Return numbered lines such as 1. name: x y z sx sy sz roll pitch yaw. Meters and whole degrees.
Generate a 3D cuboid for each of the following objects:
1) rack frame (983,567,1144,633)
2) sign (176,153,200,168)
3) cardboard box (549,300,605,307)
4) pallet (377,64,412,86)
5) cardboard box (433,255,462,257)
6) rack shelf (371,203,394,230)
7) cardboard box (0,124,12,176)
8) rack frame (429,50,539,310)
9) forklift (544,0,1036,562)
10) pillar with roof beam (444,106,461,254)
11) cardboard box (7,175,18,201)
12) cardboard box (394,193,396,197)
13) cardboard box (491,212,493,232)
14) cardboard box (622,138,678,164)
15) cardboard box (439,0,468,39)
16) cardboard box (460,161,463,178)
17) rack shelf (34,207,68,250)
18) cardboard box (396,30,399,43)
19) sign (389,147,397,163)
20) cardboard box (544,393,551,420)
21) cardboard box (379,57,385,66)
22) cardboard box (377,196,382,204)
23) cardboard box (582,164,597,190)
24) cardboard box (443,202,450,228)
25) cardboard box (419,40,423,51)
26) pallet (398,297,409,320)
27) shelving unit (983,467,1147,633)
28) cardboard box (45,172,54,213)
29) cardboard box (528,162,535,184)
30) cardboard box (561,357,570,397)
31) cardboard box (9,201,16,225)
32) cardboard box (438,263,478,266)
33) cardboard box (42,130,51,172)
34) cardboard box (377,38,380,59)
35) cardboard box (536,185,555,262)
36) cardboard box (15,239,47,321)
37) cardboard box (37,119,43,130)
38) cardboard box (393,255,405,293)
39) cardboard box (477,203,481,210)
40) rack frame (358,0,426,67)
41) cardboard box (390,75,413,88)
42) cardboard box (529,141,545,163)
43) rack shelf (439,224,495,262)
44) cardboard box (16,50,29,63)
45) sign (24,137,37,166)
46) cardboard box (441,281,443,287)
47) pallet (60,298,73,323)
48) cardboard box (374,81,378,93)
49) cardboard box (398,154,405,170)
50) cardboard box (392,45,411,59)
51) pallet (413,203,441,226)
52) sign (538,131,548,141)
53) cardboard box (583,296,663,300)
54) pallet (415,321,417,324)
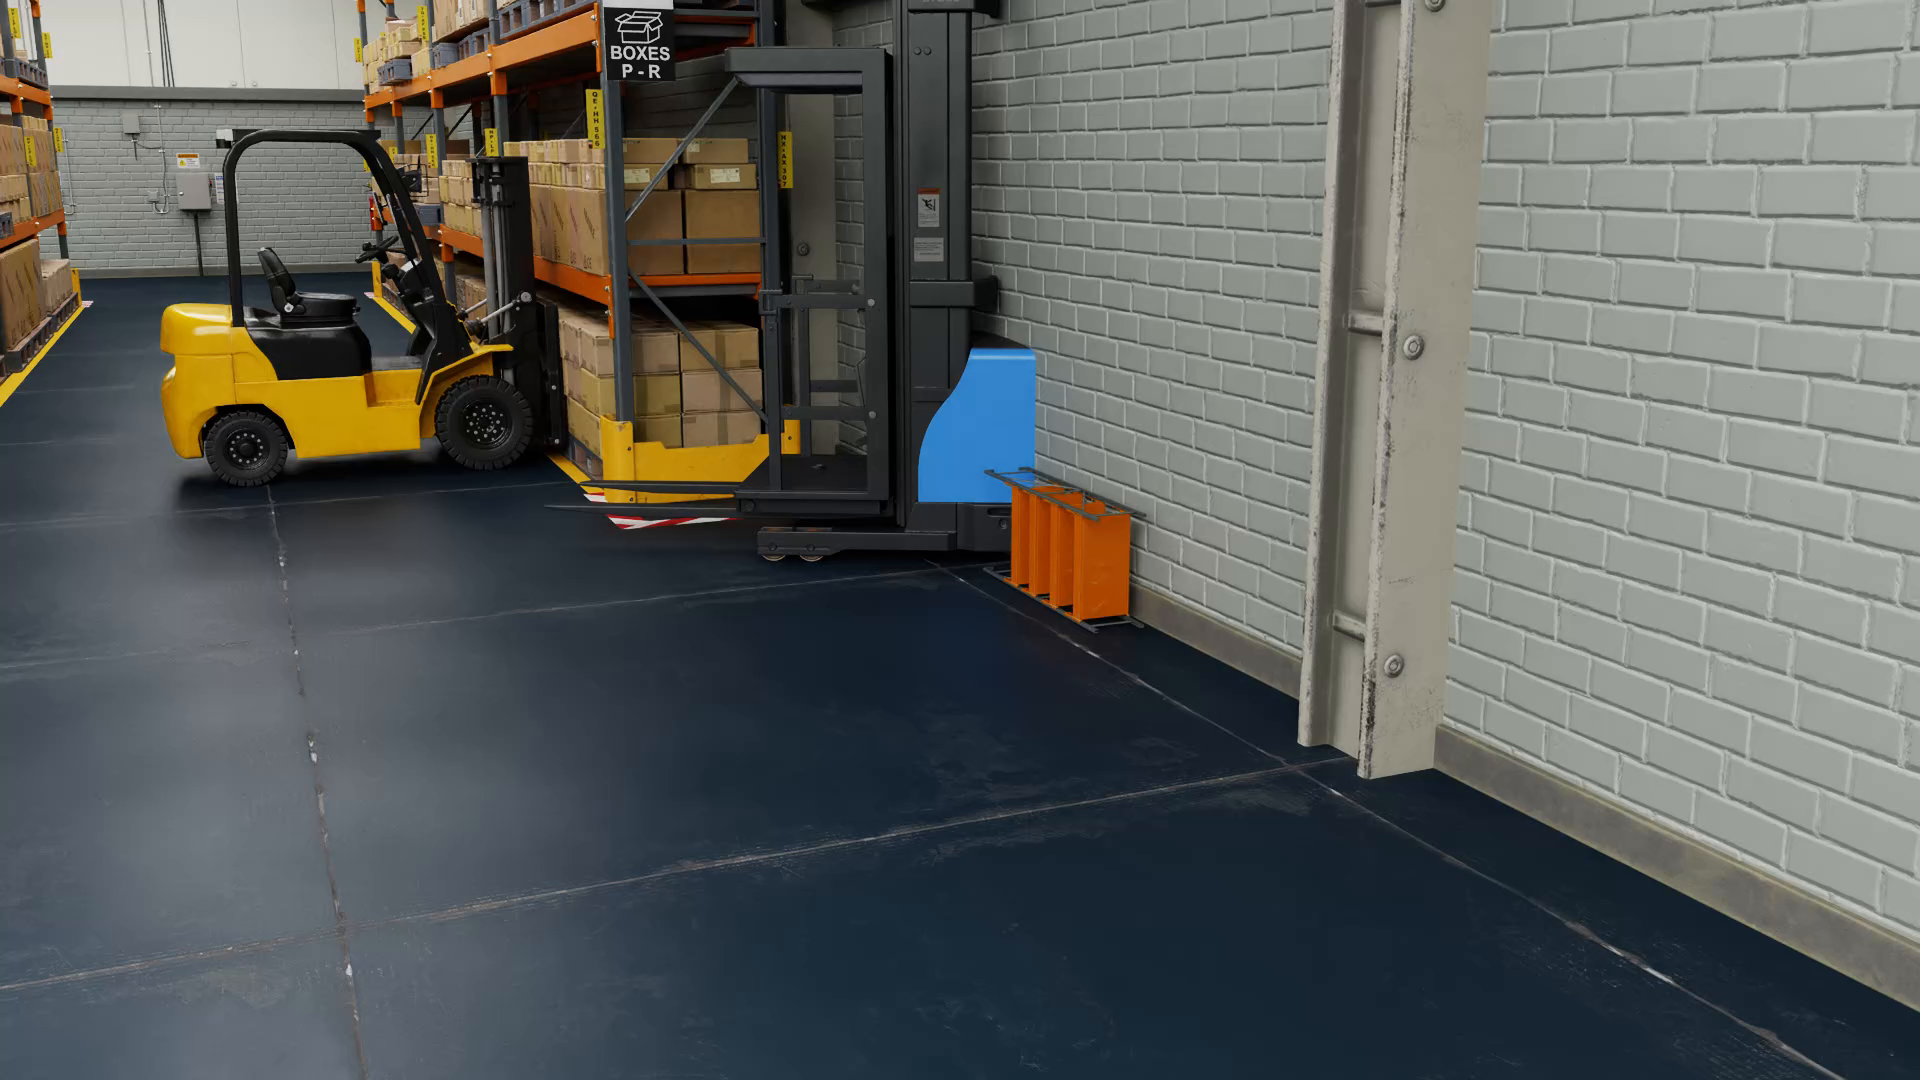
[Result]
1. rack frame: 0.455 0.257 7.694 0.240 0.015 1.200 -5 14 -22
2. sign: -12.939 -6.362 27.874 0.339 0.242 0.001 -6 14 -23
3. cardboard box: -2.843 -1.585 12.014 0.500 0.250 0.500 -5 14 -21
4. pallet: -6.162 -5.451 19.533 1.213 0.211 1.003 -6 14 -23
5. cardboard box: -5.976 -3.214 19.278 0.380 0.149 0.250 -6 14 -23
6. rack shelf: -7.160 -4.285 22.326 1.077 0.370 4.000 -6 14 -23
7. cardboard box: -9.877 -3.921 16.719 0.500 0.500 0.500 -5 14 -22
8. rack frame: -4.757 -3.396 16.889 1.000 3.000 0.127 -6 14 -23
9. forklift: -0.628 -1.437 8.579 3.031 2.935 1.130 1 13 4
10. pillar with roof beam: -12.160 -8.221 24.433 9.100 9.000 0.400 -6 14 -23
11. cardboard box: -9.866 -3.561 16.827 0.500 0.250 0.500 -5 14 -22
12. cardboard box: -7.001 -4.479 21.244 0.500 0.250 0.500 -6 14 -23
13. cardboard box: -3.596 -2.577 13.683 0.500 0.250 0.500 -5 14 -22
14. cardboard box: -1.889 -2.307 9.867 0.380 0.149 0.250 -6 14 -23
15. cardboard box: -4.396 -4.892 15.328 0.700 0.500 0.500 -6 14 -24
16. cardboard box: -4.373 -3.402 15.257 0.380 0.149 0.250 -5 14 -22
17. rack shelf: -11.707 -3.836 20.386 1.077 0.370 4.000 -6 14 -23
18. cardboard box: -6.062 -5.598 18.496 0.380 0.149 0.250 -6 14 -23
19. sign: -6.853 -4.593 20.144 0.100 0.325 0.005 -6 14 -23
20. cardboard box: -2.641 -0.989 11.659 0.500 0.250 0.500 -5 14 -21
21. cardboard box: -7.000 -5.939 20.898 0.500 0.250 0.500 -6 14 -25
22. cardboard box: -8.081 -4.833 23.658 0.380 0.149 0.250 -6 14 -23
23. cardboard box: -2.078 -2.204 10.080 0.380 0.149 0.250 -5 14 -22
24. cardboard box: -4.803 -3.209 16.415 0.500 0.250 0.500 -6 14 -23
25. cardboard box: -5.611 -5.298 17.904 0.380 0.149 0.250 -5 14 -21
26. pallet: -6.633 -3.005 21.388 1.003 0.211 1.213 -6 14 -23
27. shelving unit: 0.455 0.020 7.639 0.258 0.503 1.200 -5 14 -22
28. cardboard box: -11.451 -4.256 20.386 0.500 0.500 0.500 -5 14 -21
29. cardboard box: -2.898 -2.628 11.911 0.380 0.149 0.250 -6 14 -24
30. cardboard box: -2.451 -1.133 11.171 0.500 0.250 0.500 -6 14 -24
31. cardboard box: -9.897 -3.312 16.862 0.500 0.250 0.500 -6 14 -23
32. cardboard box: -5.390 -2.890 17.876 0.380 0.149 0.250 -6 14 -25
33. cardboard box: -11.665 -4.849 20.731 0.500 0.500 0.500 -6 14 -23
34. cardboard box: -7.189 -6.291 21.310 0.500 0.250 0.500 -5 14 -22
35. cardboard box: -2.606 -2.186 11.442 0.500 0.500 0.500 -6 14 -23
36. cardboard box: -10.584 -2.822 18.189 0.875 0.875 0.875 -5 14 -21
37. cardboard box: -11.813 -5.243 20.995 0.380 0.149 0.250 -5 14 -22
38. cardboard box: -7.081 -3.506 21.977 0.700 0.500 0.500 -6 14 -25
39. cardboard box: -3.798 -2.924 14.074 0.500 0.250 0.500 -6 14 -24
40. rack frame: -7.962 -7.971 23.354 1.000 3.000 0.127 -6 14 -23
41. cardboard box: -6.774 -5.609 20.355 0.380 0.149 0.250 -6 14 -23
42. cardboard box: -2.863 -2.775 11.887 0.380 0.149 0.250 -6 14 -24
43. rack shelf: -3.956 -2.632 15.185 1.077 0.370 4.000 -6 14 -23
44. cardboard box: -12.245 -6.156 21.343 0.500 0.250 0.500 -7 15 -28
45. sign: -10.413 -4.349 18.618 0.100 0.325 0.005 -6 14 -23
46. cardboard box: -5.314 -2.555 17.868 0.500 0.500 0.500 -6 14 -24
47. pallet: -11.631 -2.831 20.634 1.003 0.211 1.213 -6 14 -23
48. cardboard box: -7.522 -5.975 21.939 0.380 0.149 0.250 -6 14 -23
49. cardboard box: -6.163 -4.248 19.420 0.700 0.500 0.500 -5 14 -22
50. cardboard box: -6.193 -5.506 18.758 0.380 0.149 0.250 -6 14 -24
51. pallet: -5.093 -3.436 17.488 1.213 0.211 1.003 -6 14 -23
52. sign: -4.250 -4.011 16.978 0.100 0.325 0.005 -6 14 -23
53. cardboard box: -2.564 -1.734 12.658 0.500 0.250 0.500 -6 14 -24
54. pallet: -5.999 -2.699 20.063 1.003 0.211 1.213 -6 14 -23
